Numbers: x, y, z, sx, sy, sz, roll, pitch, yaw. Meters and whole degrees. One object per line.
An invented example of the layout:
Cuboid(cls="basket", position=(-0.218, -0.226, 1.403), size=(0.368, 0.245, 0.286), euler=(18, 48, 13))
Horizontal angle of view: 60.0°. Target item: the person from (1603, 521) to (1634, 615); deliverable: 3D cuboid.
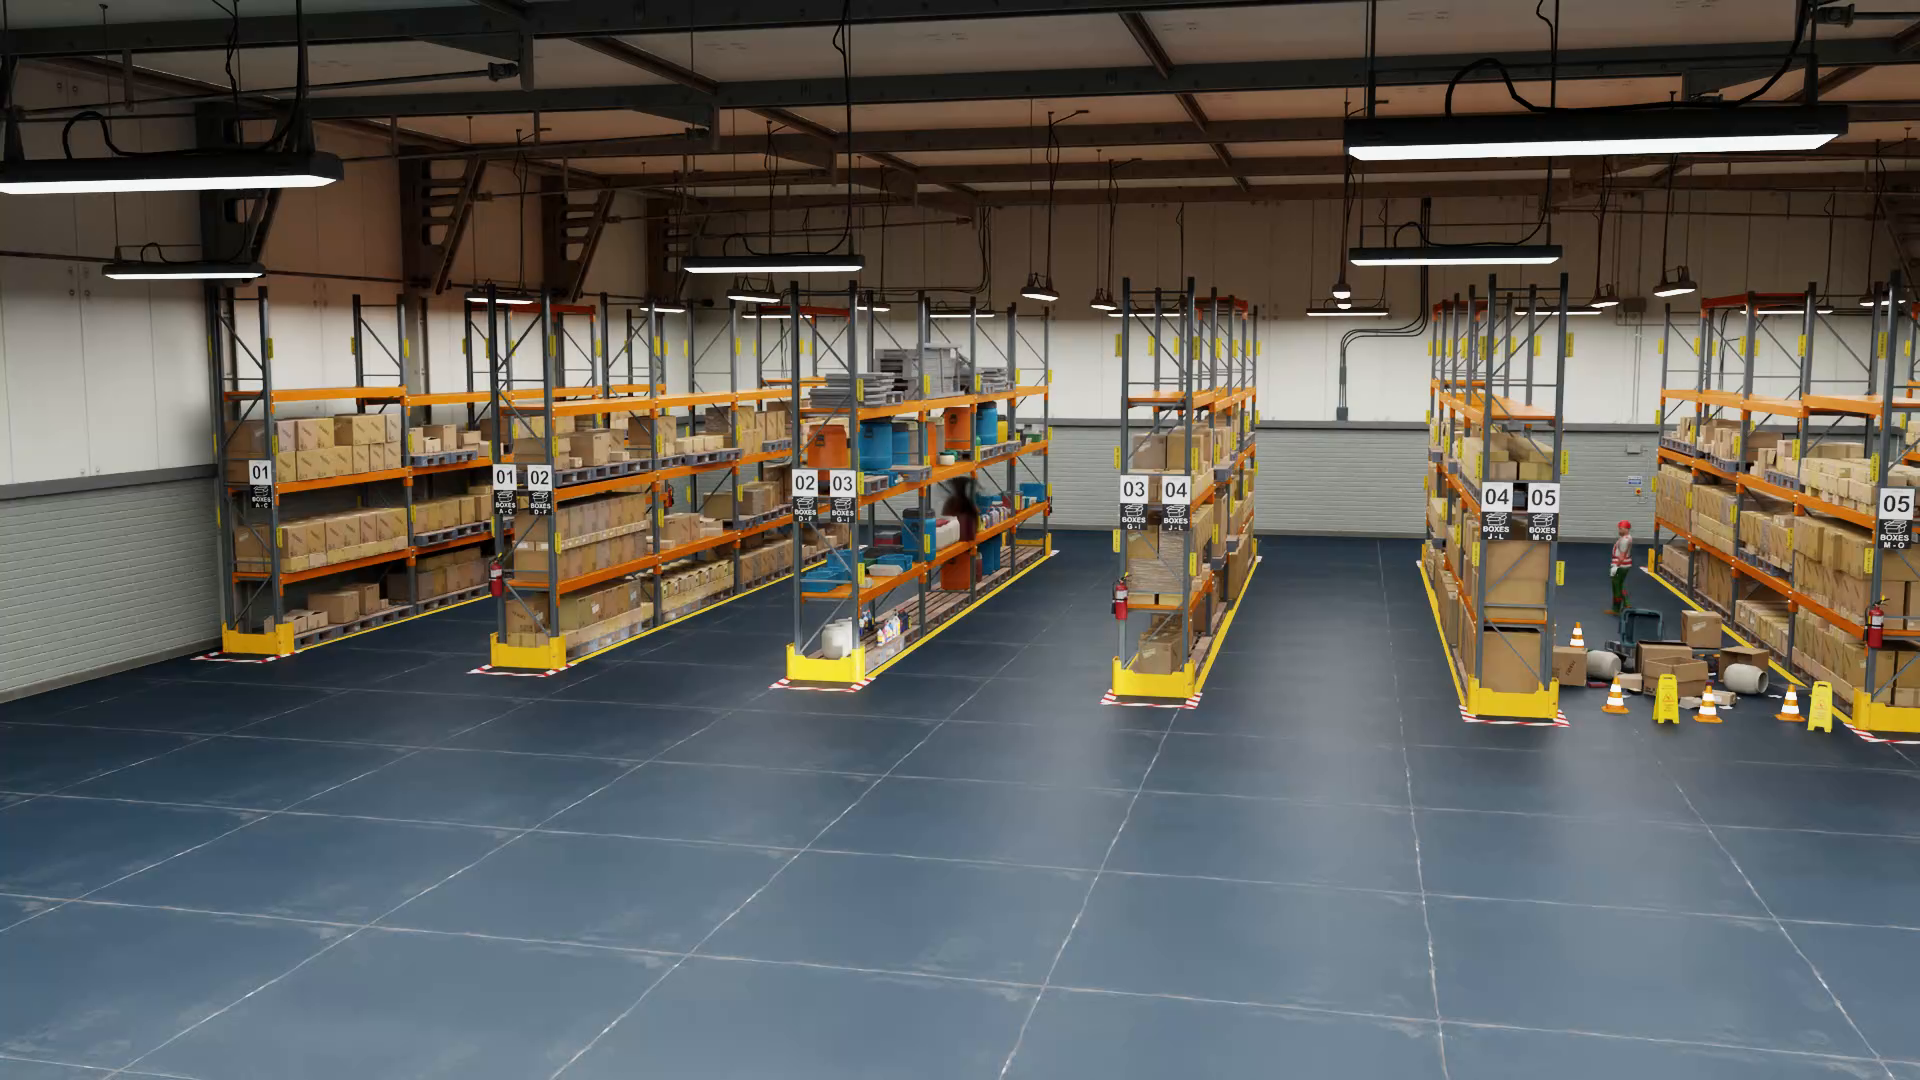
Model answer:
Cuboid(cls="person", position=(12.392, 0.522, 31.243), size=(0.598, 1.791, 0.498), euler=(-6, 9, -41))

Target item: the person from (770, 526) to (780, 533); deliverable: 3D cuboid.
Cuboid(cls="person", position=(-4.681, -0.749, 42.346), size=(0.383, 1.766, 0.601), euler=(3, 7, 25))
